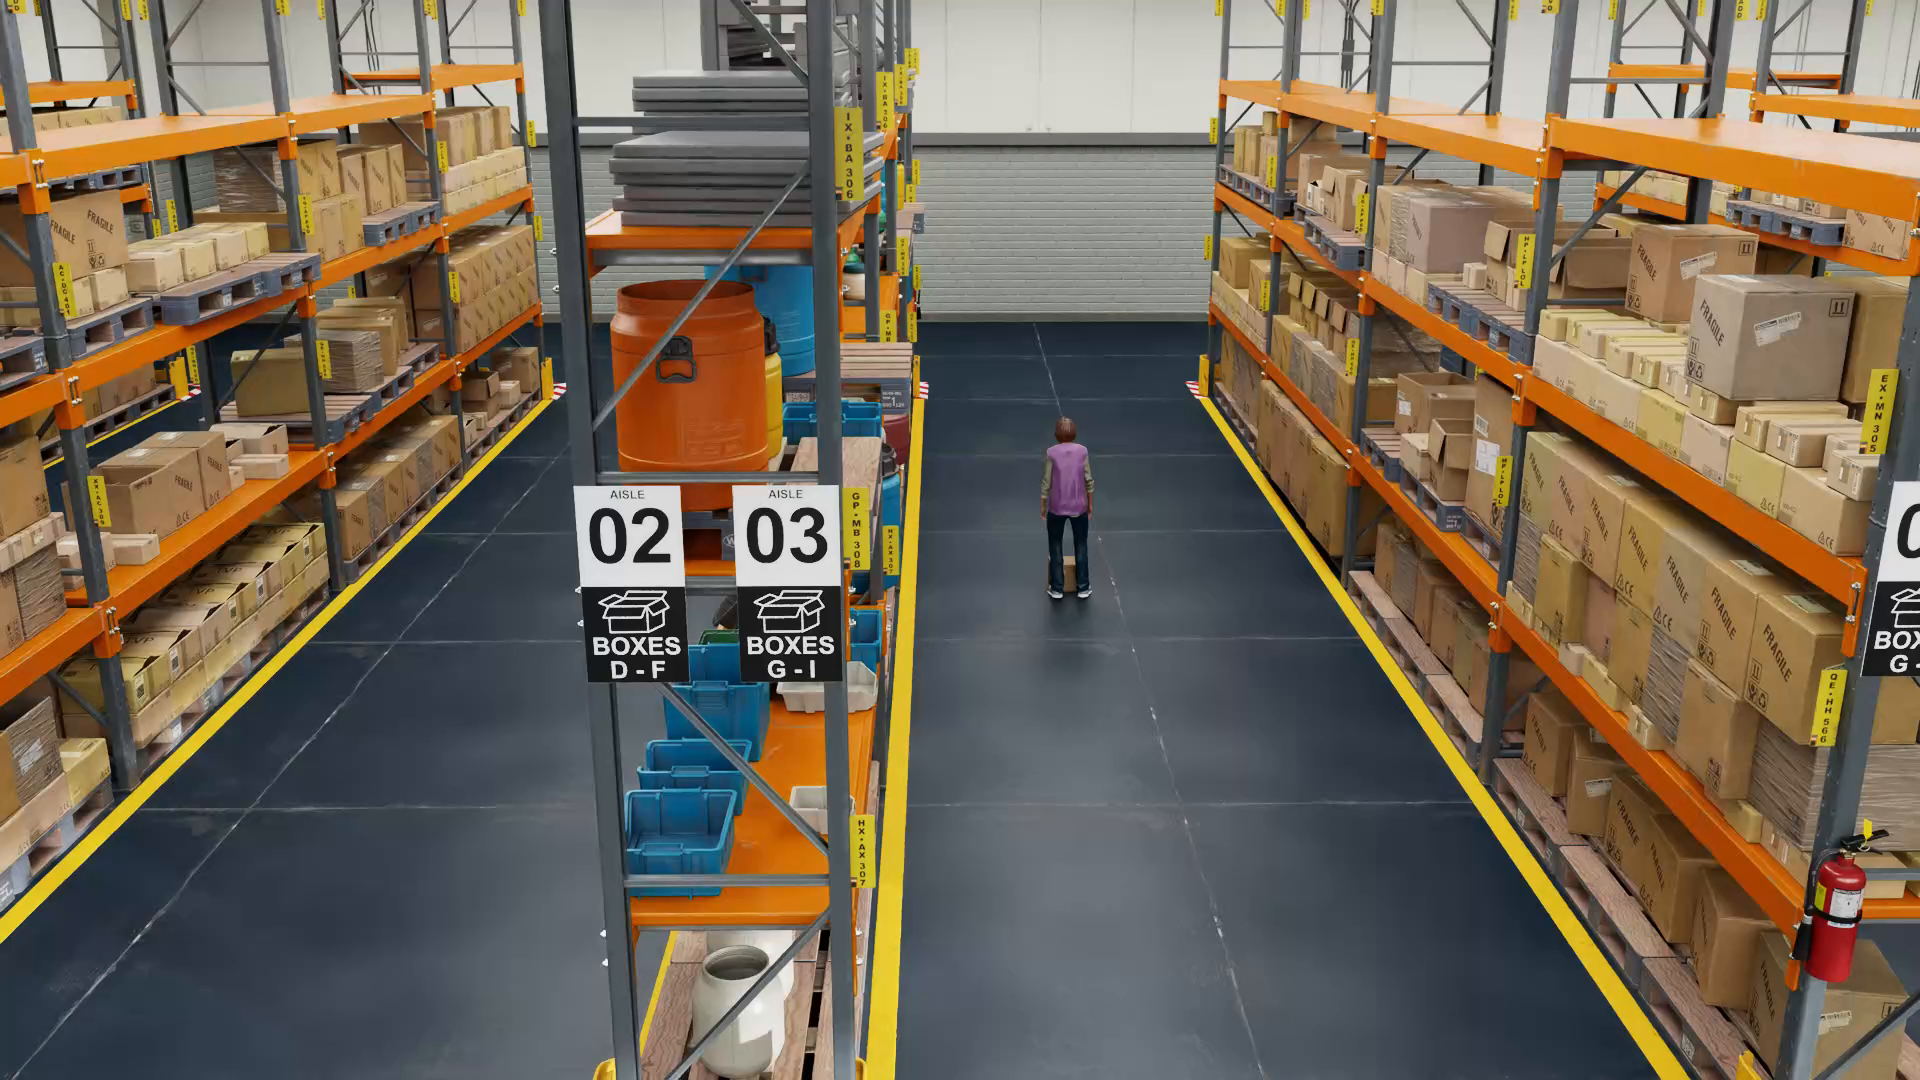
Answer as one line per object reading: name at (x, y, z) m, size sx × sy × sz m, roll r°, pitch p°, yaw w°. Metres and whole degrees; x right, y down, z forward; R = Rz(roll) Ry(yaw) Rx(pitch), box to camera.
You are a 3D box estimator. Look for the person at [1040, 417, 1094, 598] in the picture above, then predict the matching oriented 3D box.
person at (0.933, -0.268, 14.422) m, size 0.484 × 1.593 × 0.345 m, roll -1°, pitch 17°, yaw -4°
